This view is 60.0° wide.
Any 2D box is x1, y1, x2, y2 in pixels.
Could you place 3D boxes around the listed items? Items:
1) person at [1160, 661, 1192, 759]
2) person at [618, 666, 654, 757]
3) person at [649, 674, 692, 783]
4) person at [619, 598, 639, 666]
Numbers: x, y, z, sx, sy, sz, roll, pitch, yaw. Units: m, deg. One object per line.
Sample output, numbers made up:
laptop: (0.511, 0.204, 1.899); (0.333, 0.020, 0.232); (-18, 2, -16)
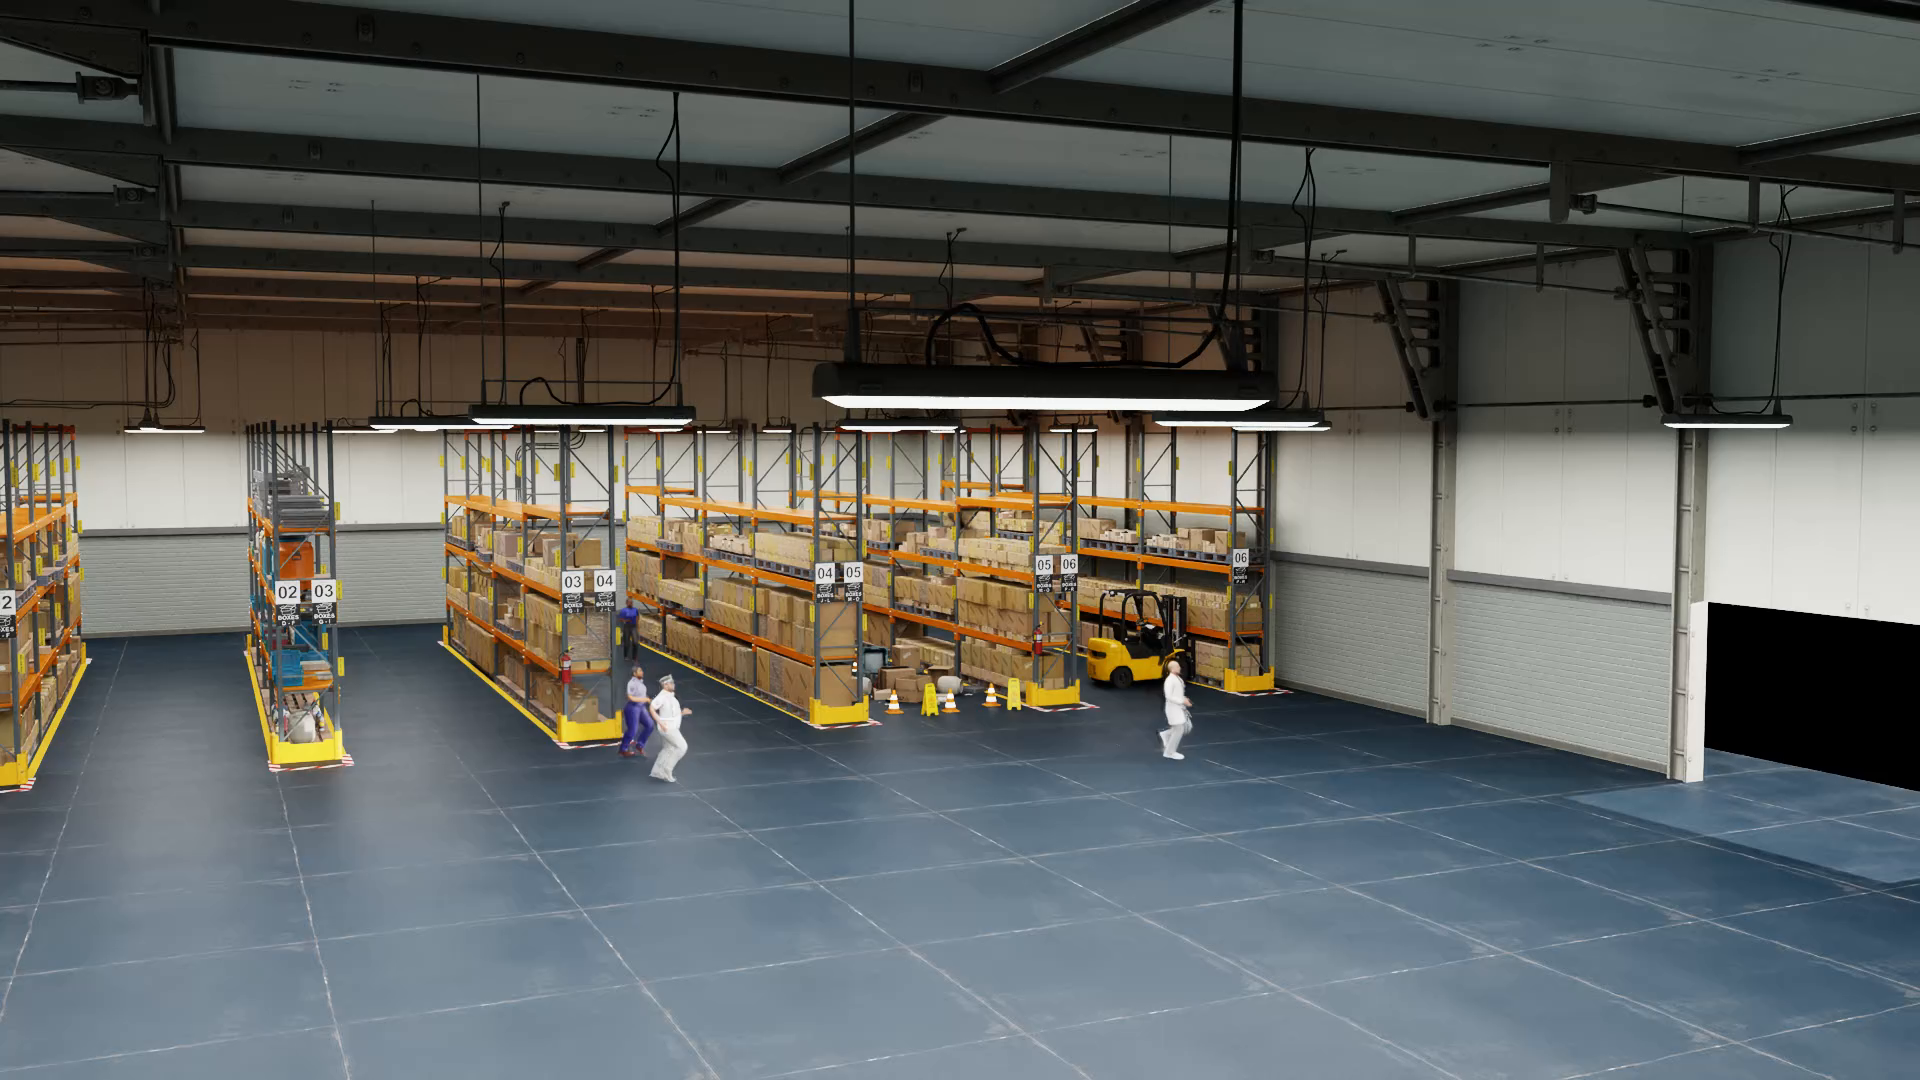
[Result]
person: (3.837, 3.014, 29.530); (0.633, 1.736, 0.707); (2, 4, 23)
person: (-5.761, 3.070, 29.627); (0.694, 1.678, 0.599); (1, 4, 14)
person: (-4.796, 3.122, 27.572); (0.702, 1.787, 0.637); (0, 4, -2)
person: (-8.280, 2.299, 41.670); (0.567, 1.719, 0.766); (-1, 4, -22)
